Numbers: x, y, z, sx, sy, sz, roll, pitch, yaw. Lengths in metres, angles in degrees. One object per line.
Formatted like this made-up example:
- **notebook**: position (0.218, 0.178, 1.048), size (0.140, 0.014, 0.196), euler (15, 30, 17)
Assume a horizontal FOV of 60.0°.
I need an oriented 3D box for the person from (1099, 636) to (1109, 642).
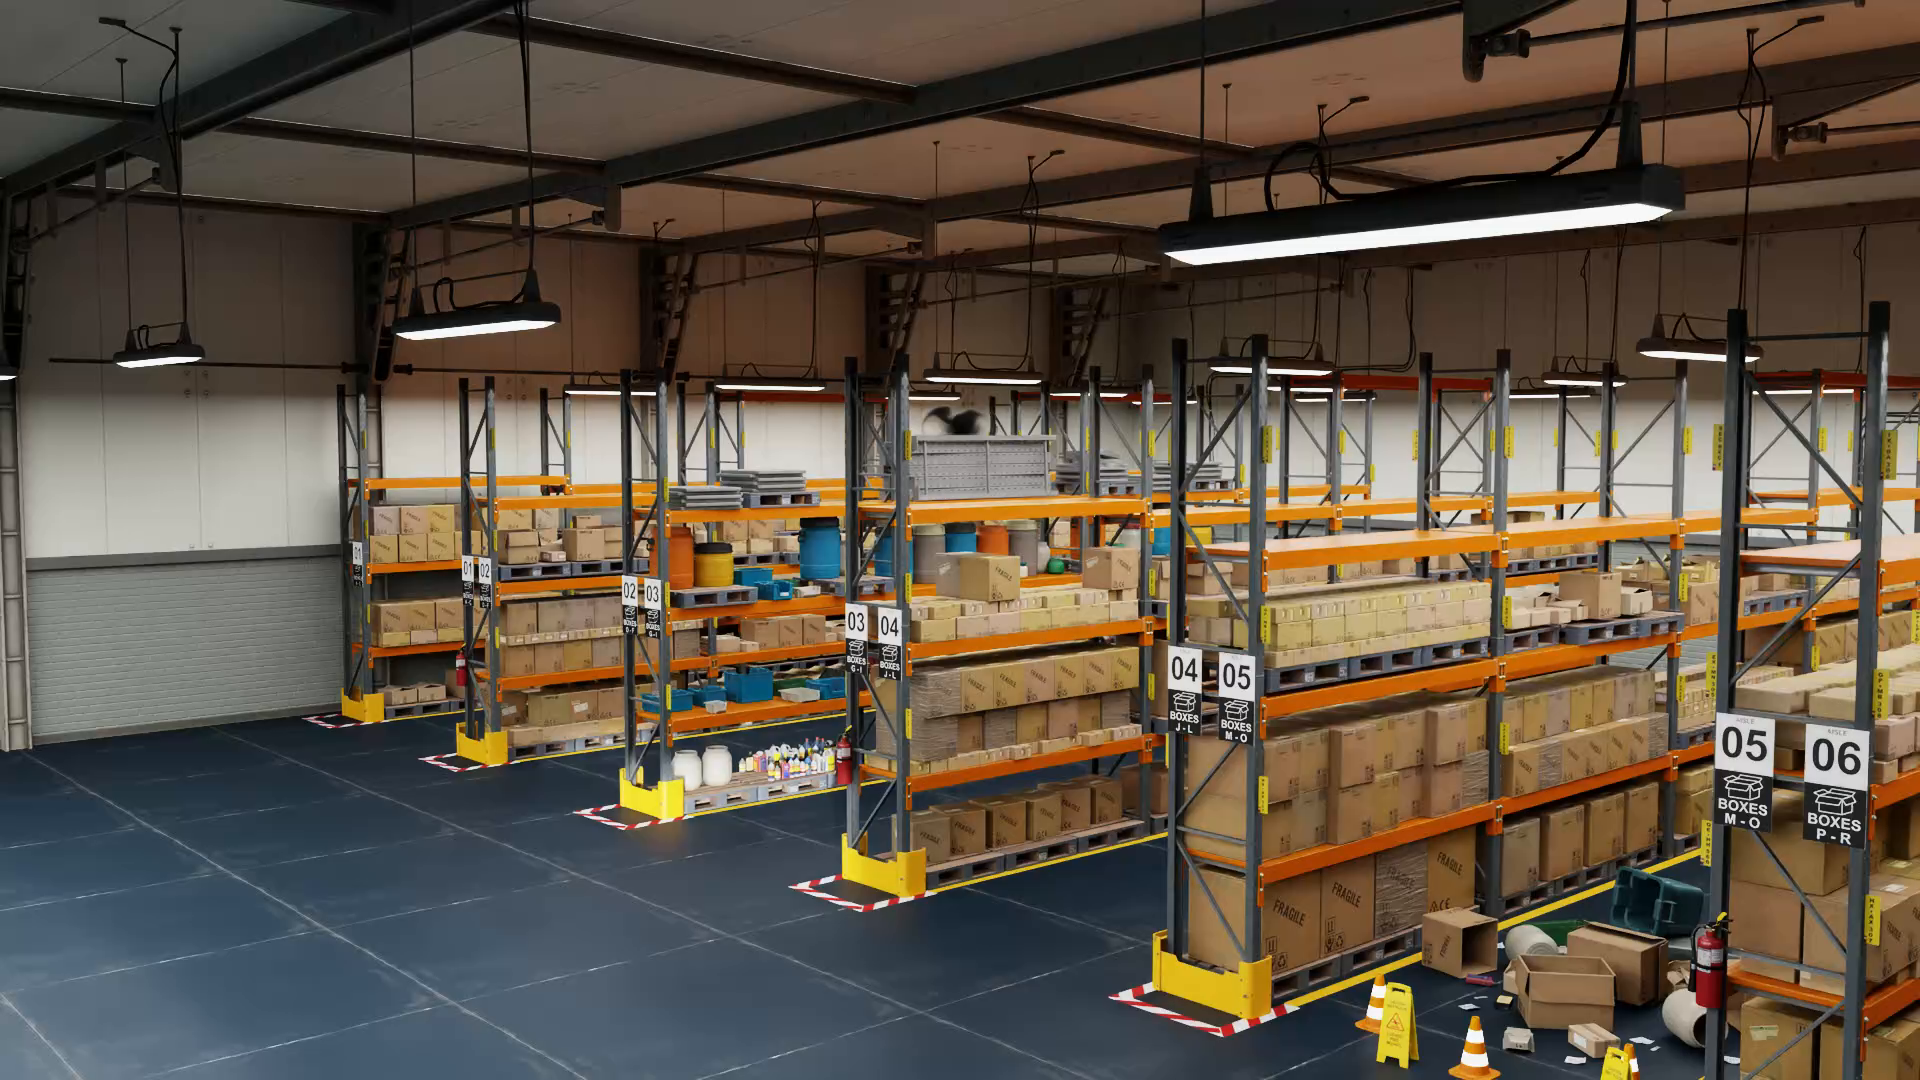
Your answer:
- **person**: position (2.634, 2.306, 31.120), size (0.574, 1.628, 0.758), euler (4, 5, 43)
